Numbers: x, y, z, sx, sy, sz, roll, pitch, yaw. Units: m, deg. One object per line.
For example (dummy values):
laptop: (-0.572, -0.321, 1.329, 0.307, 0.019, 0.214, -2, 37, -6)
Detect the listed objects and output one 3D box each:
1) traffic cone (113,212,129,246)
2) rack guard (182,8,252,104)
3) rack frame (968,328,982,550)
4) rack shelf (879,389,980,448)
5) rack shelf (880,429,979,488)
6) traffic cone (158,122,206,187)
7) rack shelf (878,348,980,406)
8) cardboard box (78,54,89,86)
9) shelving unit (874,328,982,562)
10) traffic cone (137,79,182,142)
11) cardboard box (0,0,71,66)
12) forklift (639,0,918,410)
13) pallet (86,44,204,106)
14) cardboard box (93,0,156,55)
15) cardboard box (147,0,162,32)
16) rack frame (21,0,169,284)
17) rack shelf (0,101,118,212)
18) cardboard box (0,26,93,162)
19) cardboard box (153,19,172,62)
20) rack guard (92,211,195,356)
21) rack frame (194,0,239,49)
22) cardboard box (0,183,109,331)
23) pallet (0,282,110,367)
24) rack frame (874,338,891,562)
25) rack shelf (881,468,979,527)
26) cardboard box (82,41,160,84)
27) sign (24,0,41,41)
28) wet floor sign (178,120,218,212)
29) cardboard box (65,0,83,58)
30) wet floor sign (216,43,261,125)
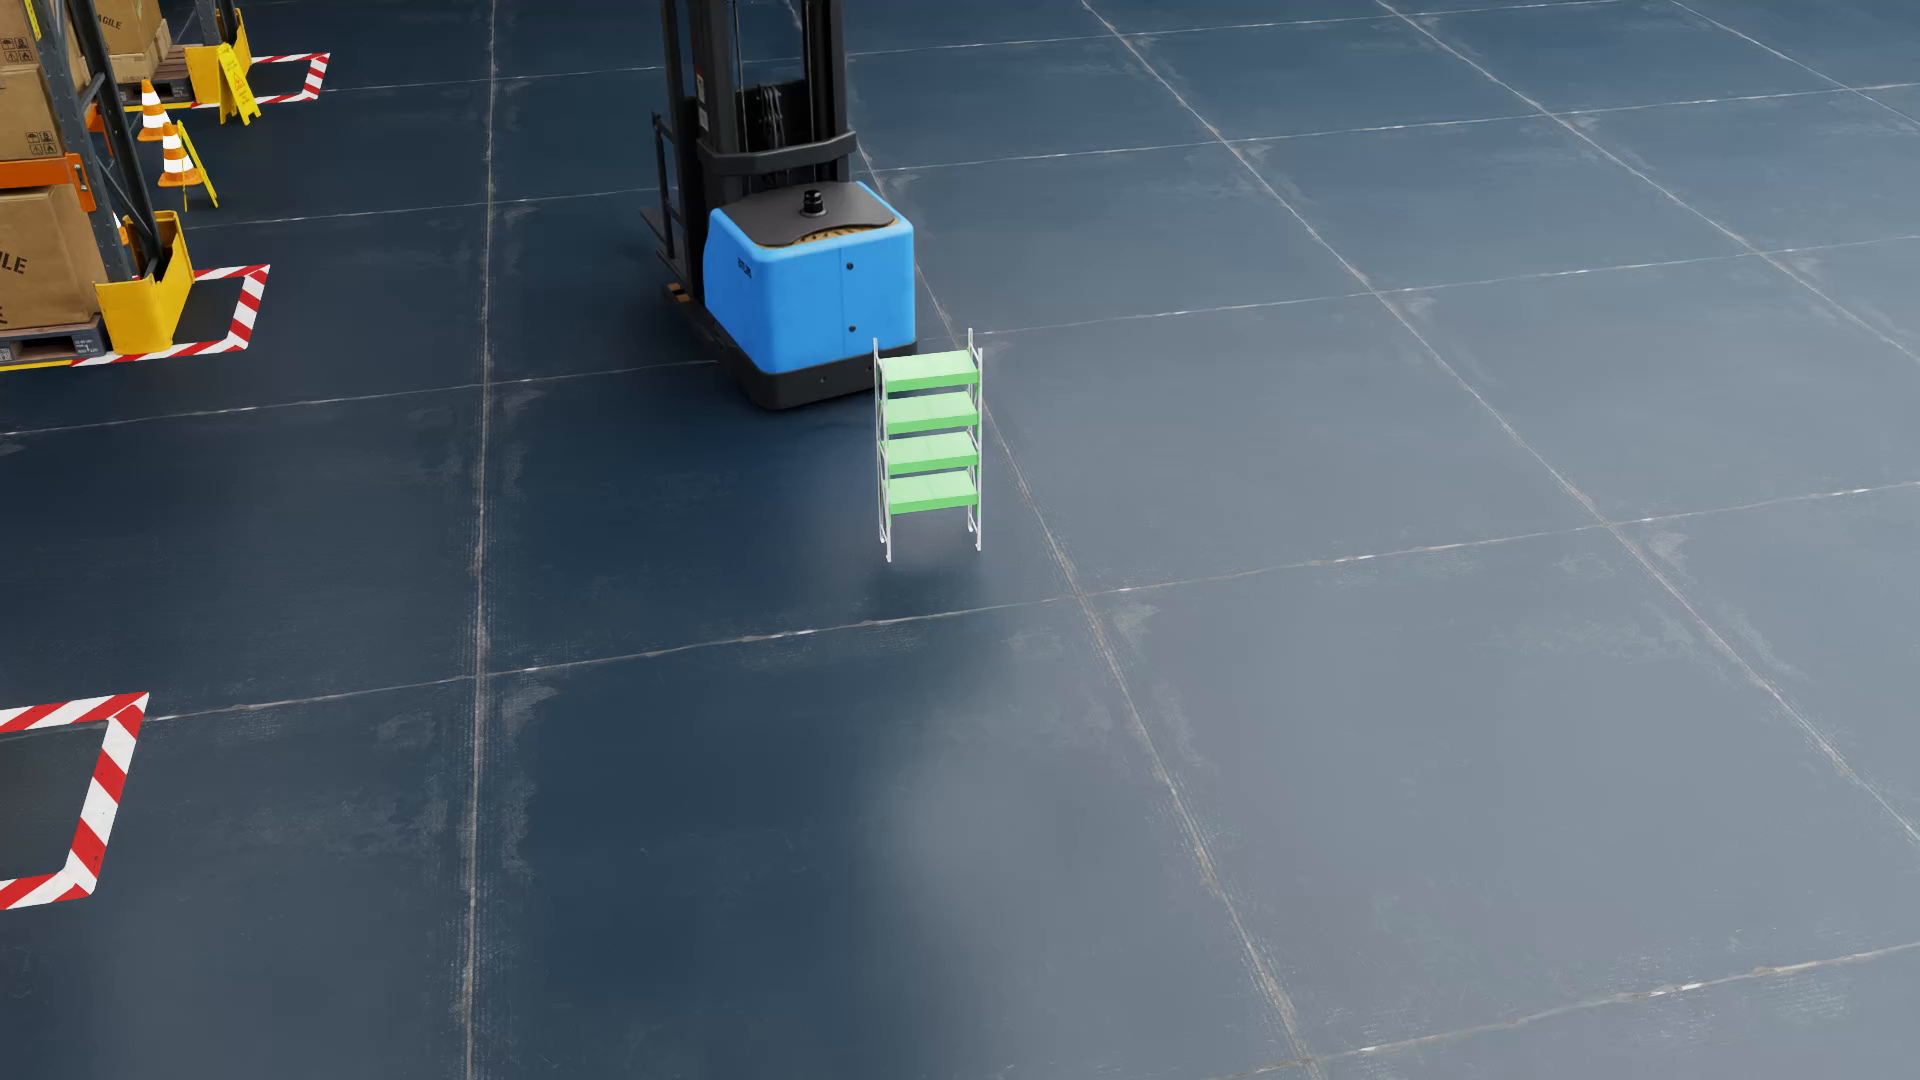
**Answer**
traffic cone: (-6.287, -2.419, 12.162, 0.334, 0.463, 0.336, -7, 35, -11)
rack guard: (-6.720, -4.396, 15.075, 0.348, 0.500, 1.175, -7, 35, -11)
rack frame: (0.077, -0.508, 8.653, 0.015, 1.200, 0.240, -7, 35, -11)
rack shelf: (-0.161, -0.624, 8.510, 0.480, 0.148, 0.258, -7, 35, -11)
rack shelf: (-0.161, -0.425, 8.644, 0.480, 0.148, 0.258, -7, 35, -11)
traffic cone: (-6.205, -3.075, 13.139, 0.334, 0.463, 0.336, -7, 35, -11)
rack shelf: (-0.161, -0.823, 8.377, 0.480, 0.148, 0.258, -7, 35, -11)
cardboard box: (-7.882, -4.171, 14.588, 0.500, 0.250, 0.500, -7, 35, -10)
shelving unit: (-0.161, -0.478, 8.608, 0.503, 1.200, 0.258, -7, 35, -11)
traffic cone: (-6.781, -3.636, 13.976, 0.334, 0.463, 0.336, -7, 35, -11)
cardboard box: (-5.826, -3.252, 10.023, 0.550, 0.550, 0.875, -7, 35, -11)
forklift: (-1.375, -2.805, 10.522, 1.130, 2.935, 3.031, -16, 37, -22)
pallet: (-7.521, -4.196, 15.036, 1.213, 0.211, 1.003, -7, 35, -11)
cardboard box: (-7.370, -4.547, 14.475, 0.500, 0.500, 0.500, -7, 34, -10)
cardboard box: (-7.517, -4.835, 14.904, 0.500, 0.500, 0.500, -8, 35, -12)
rack frame: (-5.456, -2.766, 10.402, 0.127, 3.000, 1.000, -7, 35, -11)
rack shelf: (-7.407, -2.221, 10.236, 4.000, 0.370, 1.077, -7, 35, -11)
cardboard box: (-5.808, -2.758, 10.256, 0.550, 0.550, 0.875, -7, 35, -11)
cardboard box: (-7.494, -4.527, 15.118, 0.500, 0.250, 0.500, -7, 35, -11)
rack guard: (-5.432, -1.731, 11.103, 0.348, 0.500, 1.175, -7, 35, -11)
rack frame: (-6.646, -5.443, 14.393, 0.127, 3.000, 1.000, -7, 35, -11)
cardboard box: (-6.103, -1.938, 10.700, 0.875, 0.875, 0.875, -7, 34, -10)
pallet: (-6.218, -1.467, 10.969, 1.213, 0.211, 1.003, -7, 35, -11)
rack frame: (-0.399, -0.448, 8.564, 0.015, 1.200, 0.240, -7, 35, -11)
rack shelf: (-0.161, -0.226, 8.778, 0.480, 0.148, 0.258, -7, 35, -11)
cardboard box: (-7.399, -4.228, 14.672, 0.500, 0.250, 0.500, -7, 35, -11)
sign: (-5.350, -3.048, 9.572, 0.005, 0.325, 0.100, -7, 35, -11)
wet floor sign: (-5.864, -2.868, 12.667, 0.232, 0.644, 0.267, -13, 36, -19)
cardboard box: (-7.879, -4.481, 14.377, 0.500, 0.500, 0.500, -6, 34, -9)
wet floor sign: (-6.225, -3.908, 14.217, 0.232, 0.644, 0.267, 4, 34, 6)
